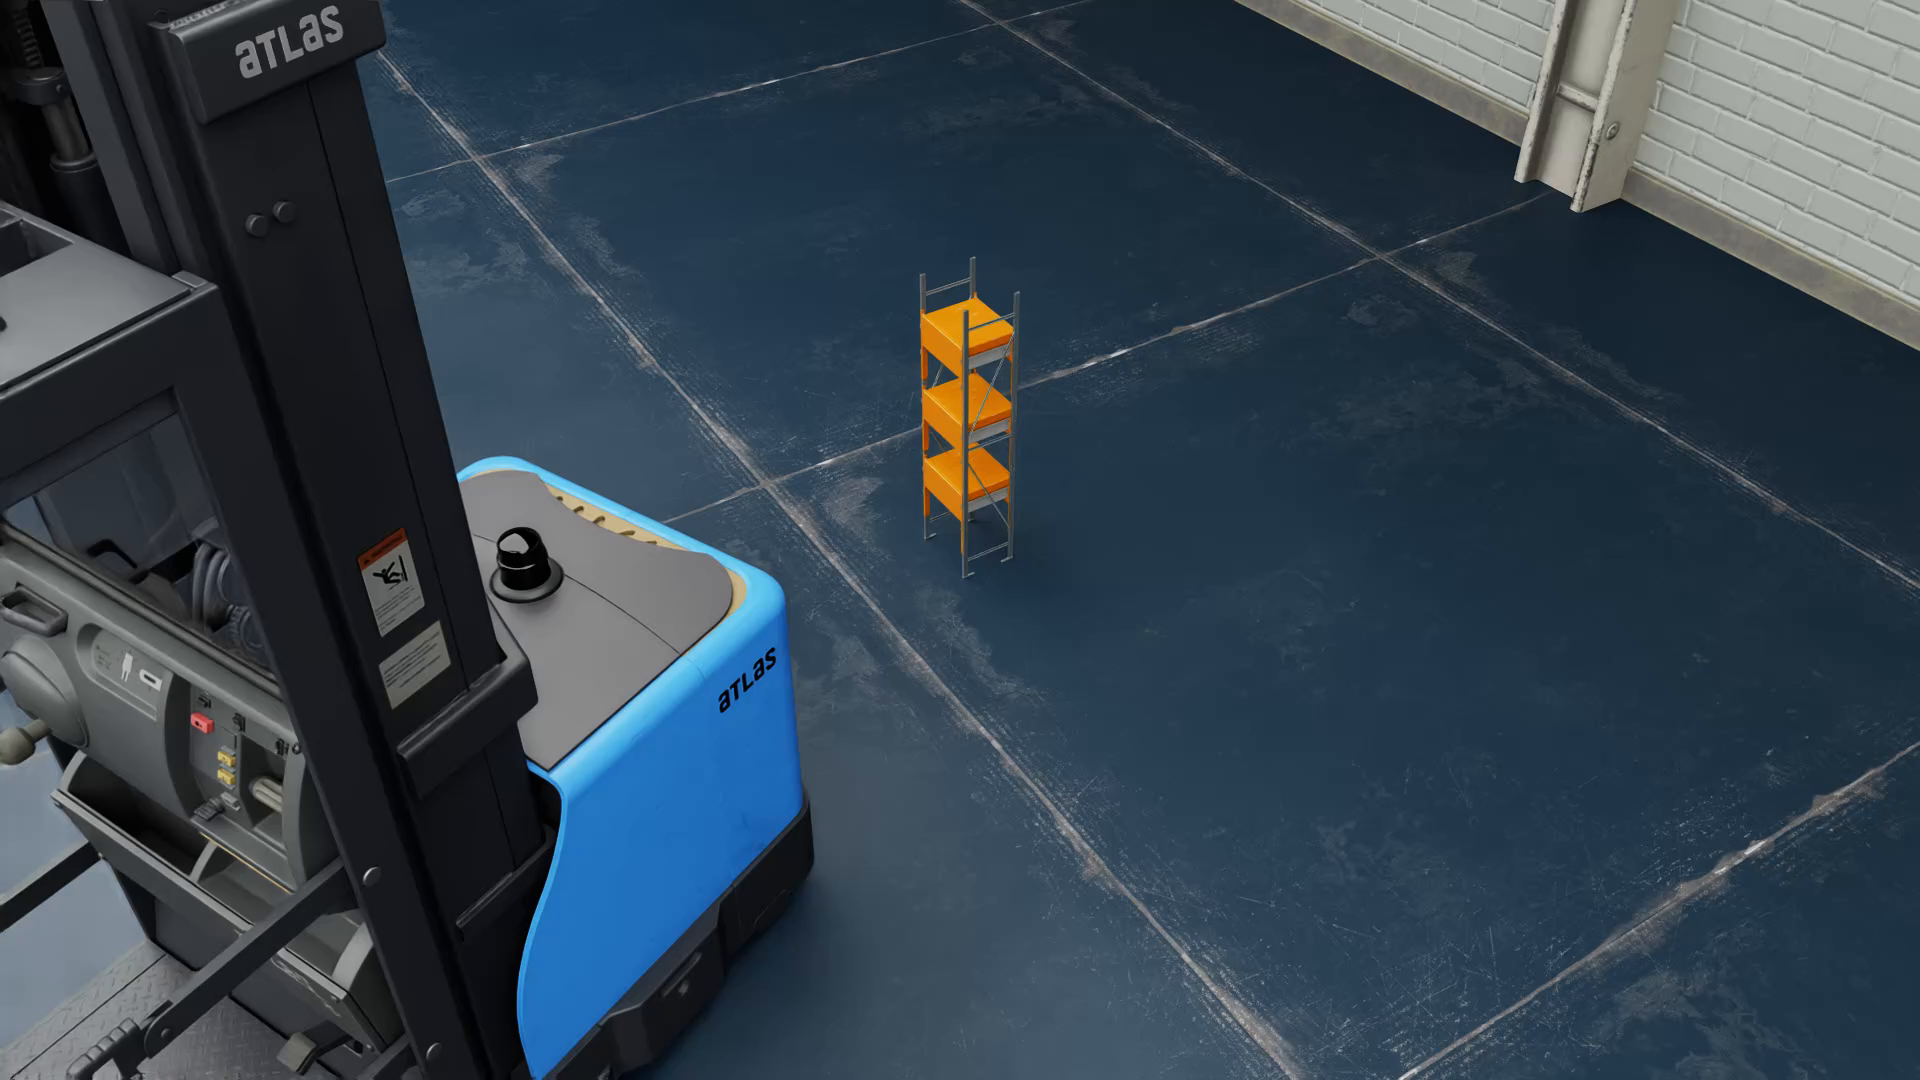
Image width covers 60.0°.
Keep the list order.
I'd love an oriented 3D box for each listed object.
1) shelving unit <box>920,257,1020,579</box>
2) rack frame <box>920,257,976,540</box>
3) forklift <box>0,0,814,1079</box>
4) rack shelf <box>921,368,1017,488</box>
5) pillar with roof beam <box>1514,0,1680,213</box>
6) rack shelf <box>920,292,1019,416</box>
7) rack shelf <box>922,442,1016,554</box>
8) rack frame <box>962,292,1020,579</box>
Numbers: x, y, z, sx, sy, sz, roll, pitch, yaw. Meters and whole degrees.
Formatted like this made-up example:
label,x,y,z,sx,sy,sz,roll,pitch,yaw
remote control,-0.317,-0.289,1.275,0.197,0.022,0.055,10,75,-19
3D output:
label,x,y,z,sx,sy,sz,roll,pitch,yaw
shelving unit,0.029,-0.374,5.379,0.215,1.050,0.252,-22,45,-24
rack frame,-0.037,-0.440,5.458,0.200,1.050,0.008,-22,45,-24
forklift,-1.637,0.410,2.968,1.130,2.935,3.031,23,45,25
rack shelf,0.029,-0.366,5.386,0.215,0.259,0.240,-22,45,-24
pillar with roof beam,-0.806,-3.614,3.057,9.100,9.000,0.400,-22,45,-24
rack shelf,0.029,-0.584,5.204,0.215,0.259,0.240,-22,45,-24
rack shelf,0.029,-0.153,5.564,0.215,0.259,0.240,-22,45,-24
rack frame,0.094,-0.309,5.300,0.200,1.050,0.008,-22,45,-24
